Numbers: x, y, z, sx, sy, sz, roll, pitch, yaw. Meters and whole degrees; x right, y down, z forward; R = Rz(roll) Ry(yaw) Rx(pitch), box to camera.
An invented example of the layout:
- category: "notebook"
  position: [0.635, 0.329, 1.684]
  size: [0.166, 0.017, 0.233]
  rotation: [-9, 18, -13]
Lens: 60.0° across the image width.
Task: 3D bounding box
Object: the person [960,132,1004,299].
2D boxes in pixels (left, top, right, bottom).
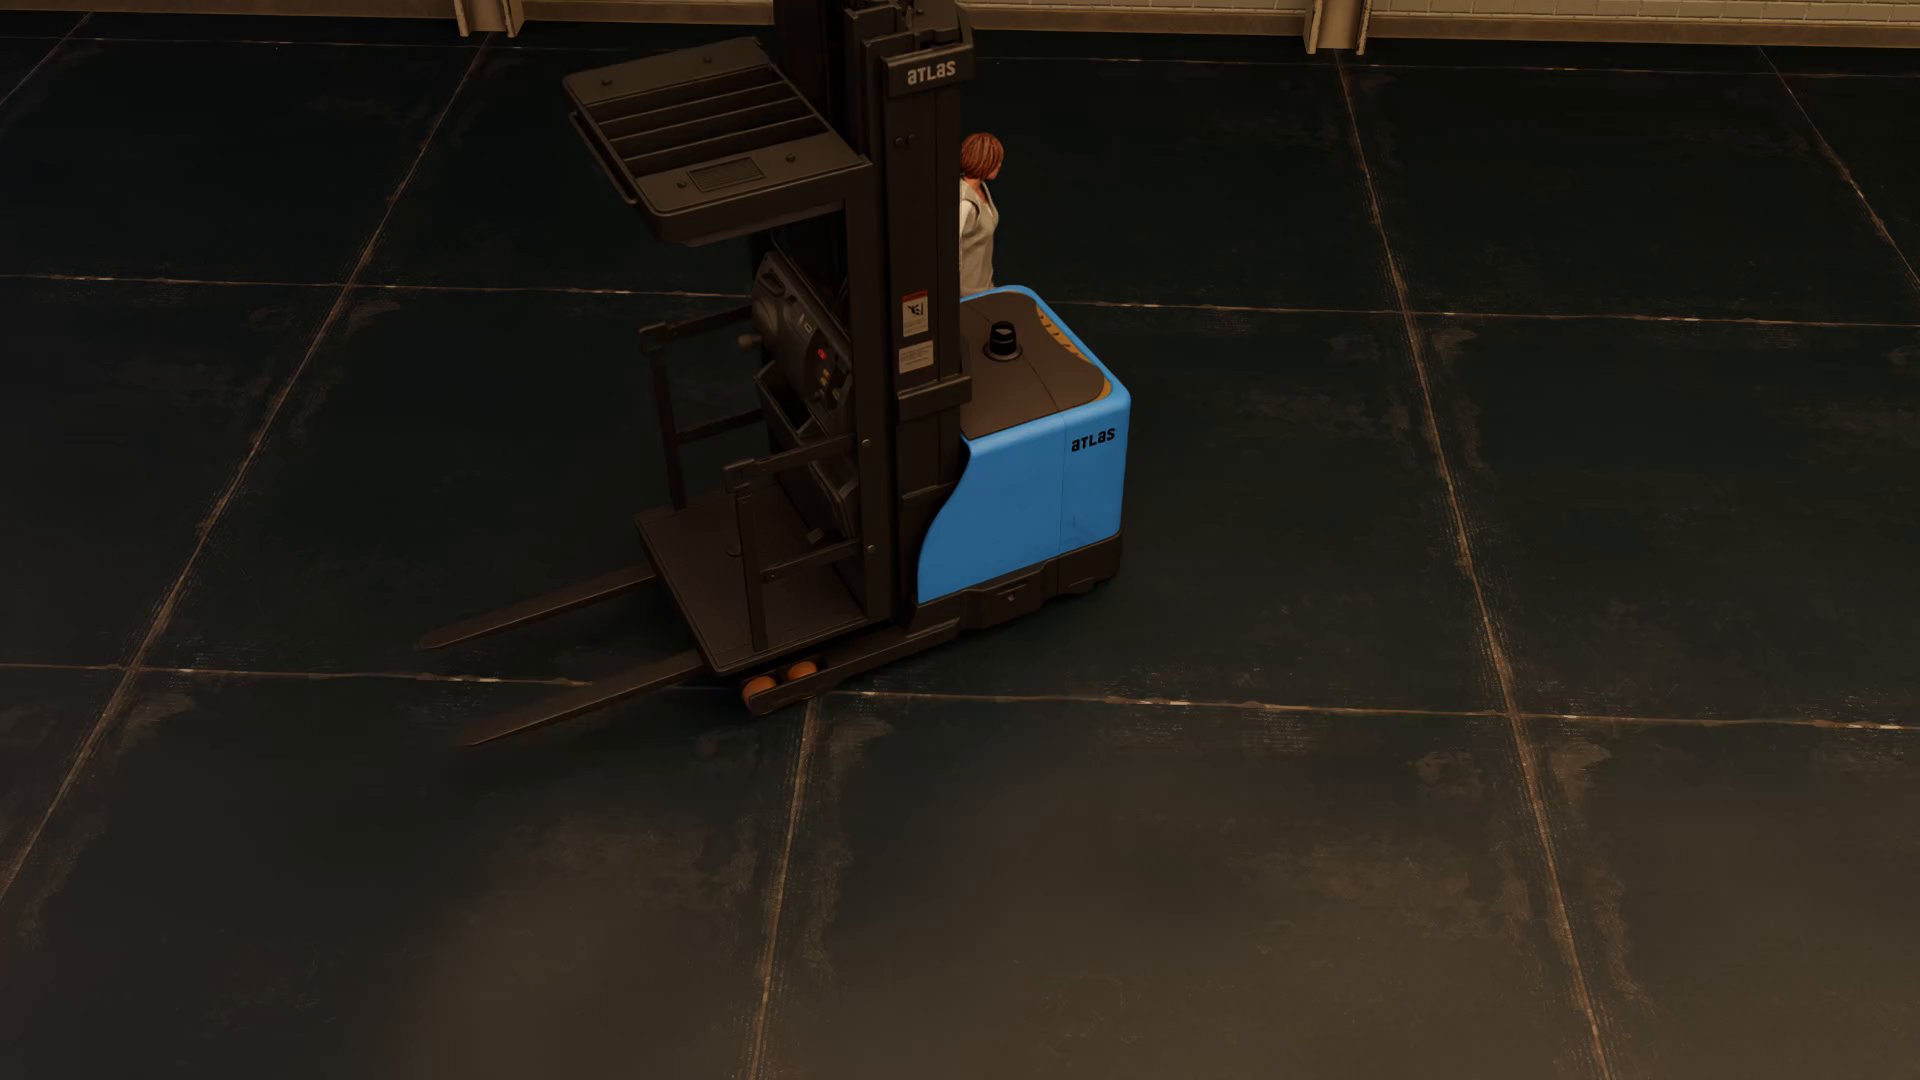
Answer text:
- category: "person"
  position: [-0.012, -1.258, 8.173]
  size: [0.407, 1.564, 0.730]
  rotation: [8, 43, 9]

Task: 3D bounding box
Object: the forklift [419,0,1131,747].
- category: "forklift"
  position: [-0.813, -0.746, 6.560]
  size: [3.031, 2.935, 1.130]
  rotation: [-19, 46, -19]
